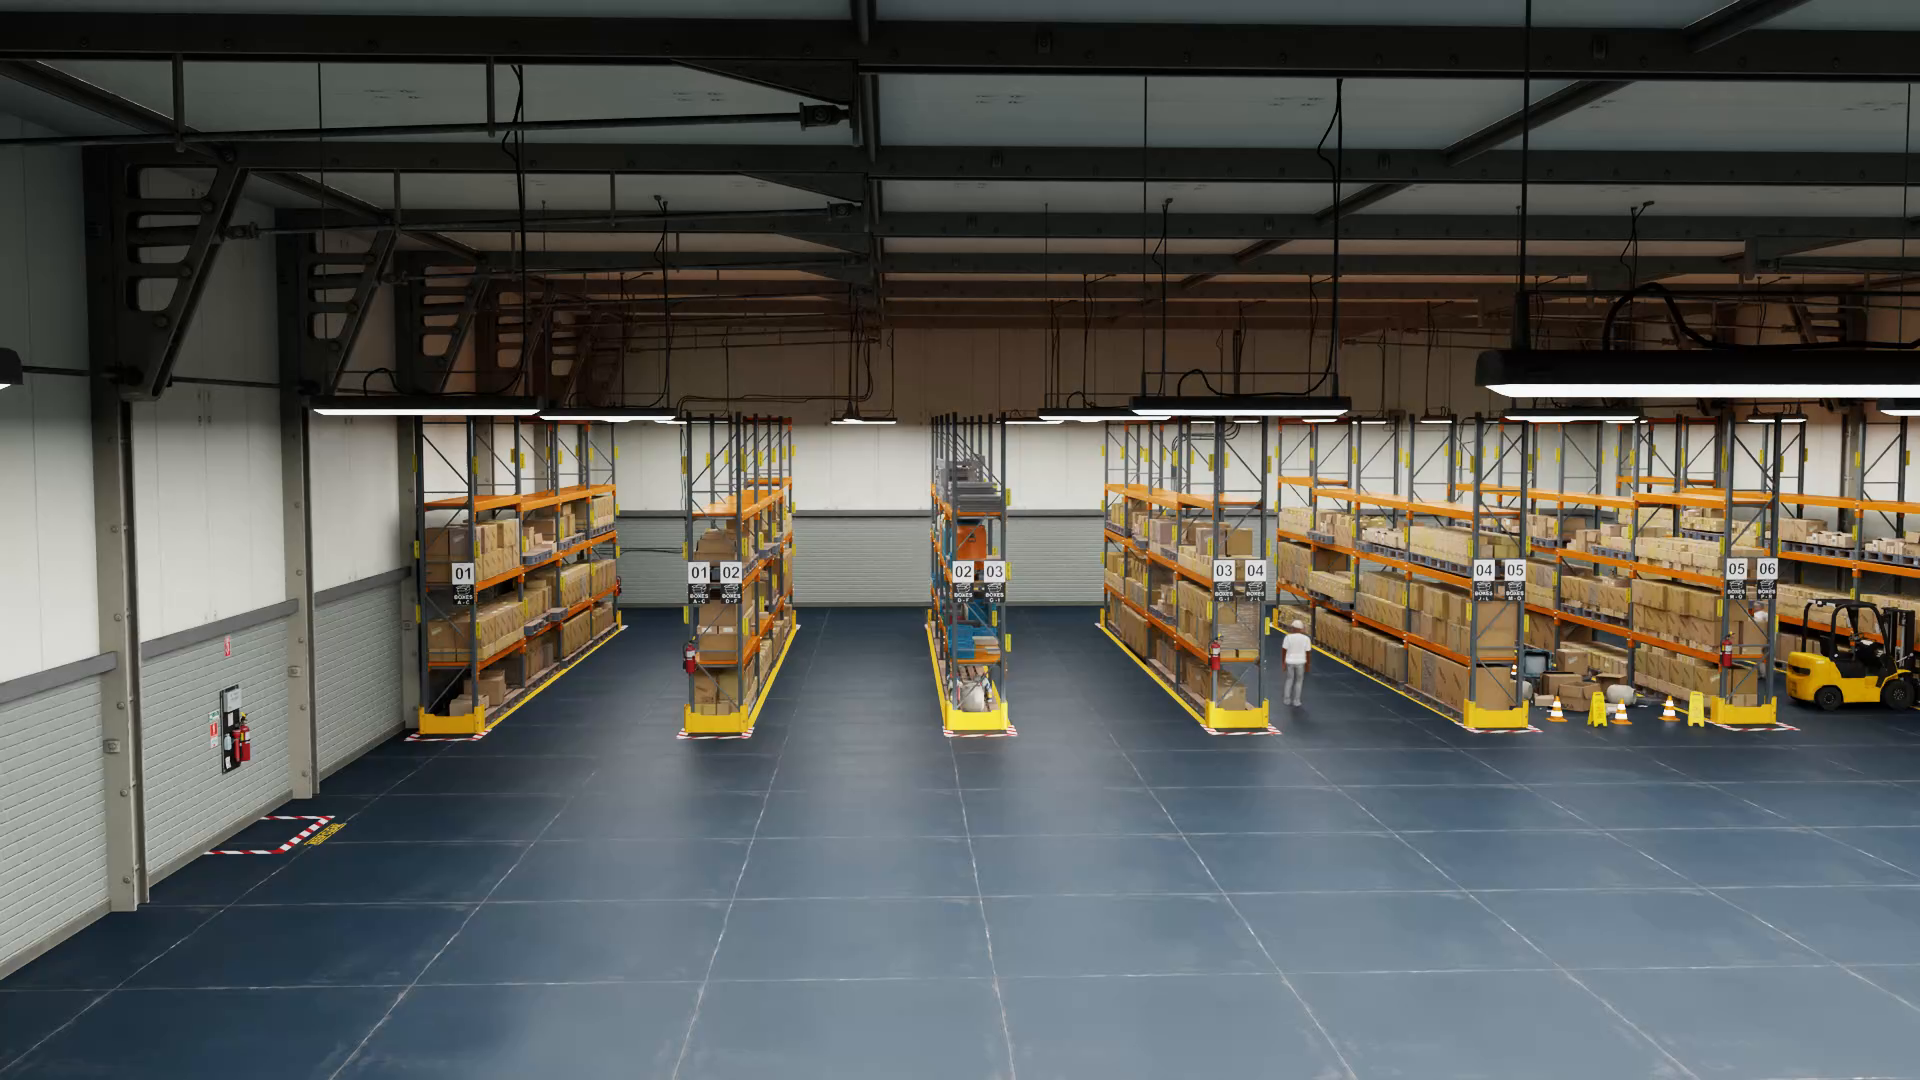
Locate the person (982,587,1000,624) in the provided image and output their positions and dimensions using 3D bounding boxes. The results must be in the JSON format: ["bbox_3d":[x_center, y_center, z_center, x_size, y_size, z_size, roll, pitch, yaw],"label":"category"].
[{"bbox_3d":[0.875,1.620,48.230,0.584,1.695,0.425,-3,5,-38],"label":"person"}]

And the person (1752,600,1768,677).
[{"bbox_3d":[18.195,2.262,37.942,0.612,1.811,0.686,-1,4,-13],"label":"person"}]

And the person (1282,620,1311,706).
[{"bbox_3d":[6.867,2.518,33.932,0.542,1.759,0.544,2,5,32],"label":"person"}]
